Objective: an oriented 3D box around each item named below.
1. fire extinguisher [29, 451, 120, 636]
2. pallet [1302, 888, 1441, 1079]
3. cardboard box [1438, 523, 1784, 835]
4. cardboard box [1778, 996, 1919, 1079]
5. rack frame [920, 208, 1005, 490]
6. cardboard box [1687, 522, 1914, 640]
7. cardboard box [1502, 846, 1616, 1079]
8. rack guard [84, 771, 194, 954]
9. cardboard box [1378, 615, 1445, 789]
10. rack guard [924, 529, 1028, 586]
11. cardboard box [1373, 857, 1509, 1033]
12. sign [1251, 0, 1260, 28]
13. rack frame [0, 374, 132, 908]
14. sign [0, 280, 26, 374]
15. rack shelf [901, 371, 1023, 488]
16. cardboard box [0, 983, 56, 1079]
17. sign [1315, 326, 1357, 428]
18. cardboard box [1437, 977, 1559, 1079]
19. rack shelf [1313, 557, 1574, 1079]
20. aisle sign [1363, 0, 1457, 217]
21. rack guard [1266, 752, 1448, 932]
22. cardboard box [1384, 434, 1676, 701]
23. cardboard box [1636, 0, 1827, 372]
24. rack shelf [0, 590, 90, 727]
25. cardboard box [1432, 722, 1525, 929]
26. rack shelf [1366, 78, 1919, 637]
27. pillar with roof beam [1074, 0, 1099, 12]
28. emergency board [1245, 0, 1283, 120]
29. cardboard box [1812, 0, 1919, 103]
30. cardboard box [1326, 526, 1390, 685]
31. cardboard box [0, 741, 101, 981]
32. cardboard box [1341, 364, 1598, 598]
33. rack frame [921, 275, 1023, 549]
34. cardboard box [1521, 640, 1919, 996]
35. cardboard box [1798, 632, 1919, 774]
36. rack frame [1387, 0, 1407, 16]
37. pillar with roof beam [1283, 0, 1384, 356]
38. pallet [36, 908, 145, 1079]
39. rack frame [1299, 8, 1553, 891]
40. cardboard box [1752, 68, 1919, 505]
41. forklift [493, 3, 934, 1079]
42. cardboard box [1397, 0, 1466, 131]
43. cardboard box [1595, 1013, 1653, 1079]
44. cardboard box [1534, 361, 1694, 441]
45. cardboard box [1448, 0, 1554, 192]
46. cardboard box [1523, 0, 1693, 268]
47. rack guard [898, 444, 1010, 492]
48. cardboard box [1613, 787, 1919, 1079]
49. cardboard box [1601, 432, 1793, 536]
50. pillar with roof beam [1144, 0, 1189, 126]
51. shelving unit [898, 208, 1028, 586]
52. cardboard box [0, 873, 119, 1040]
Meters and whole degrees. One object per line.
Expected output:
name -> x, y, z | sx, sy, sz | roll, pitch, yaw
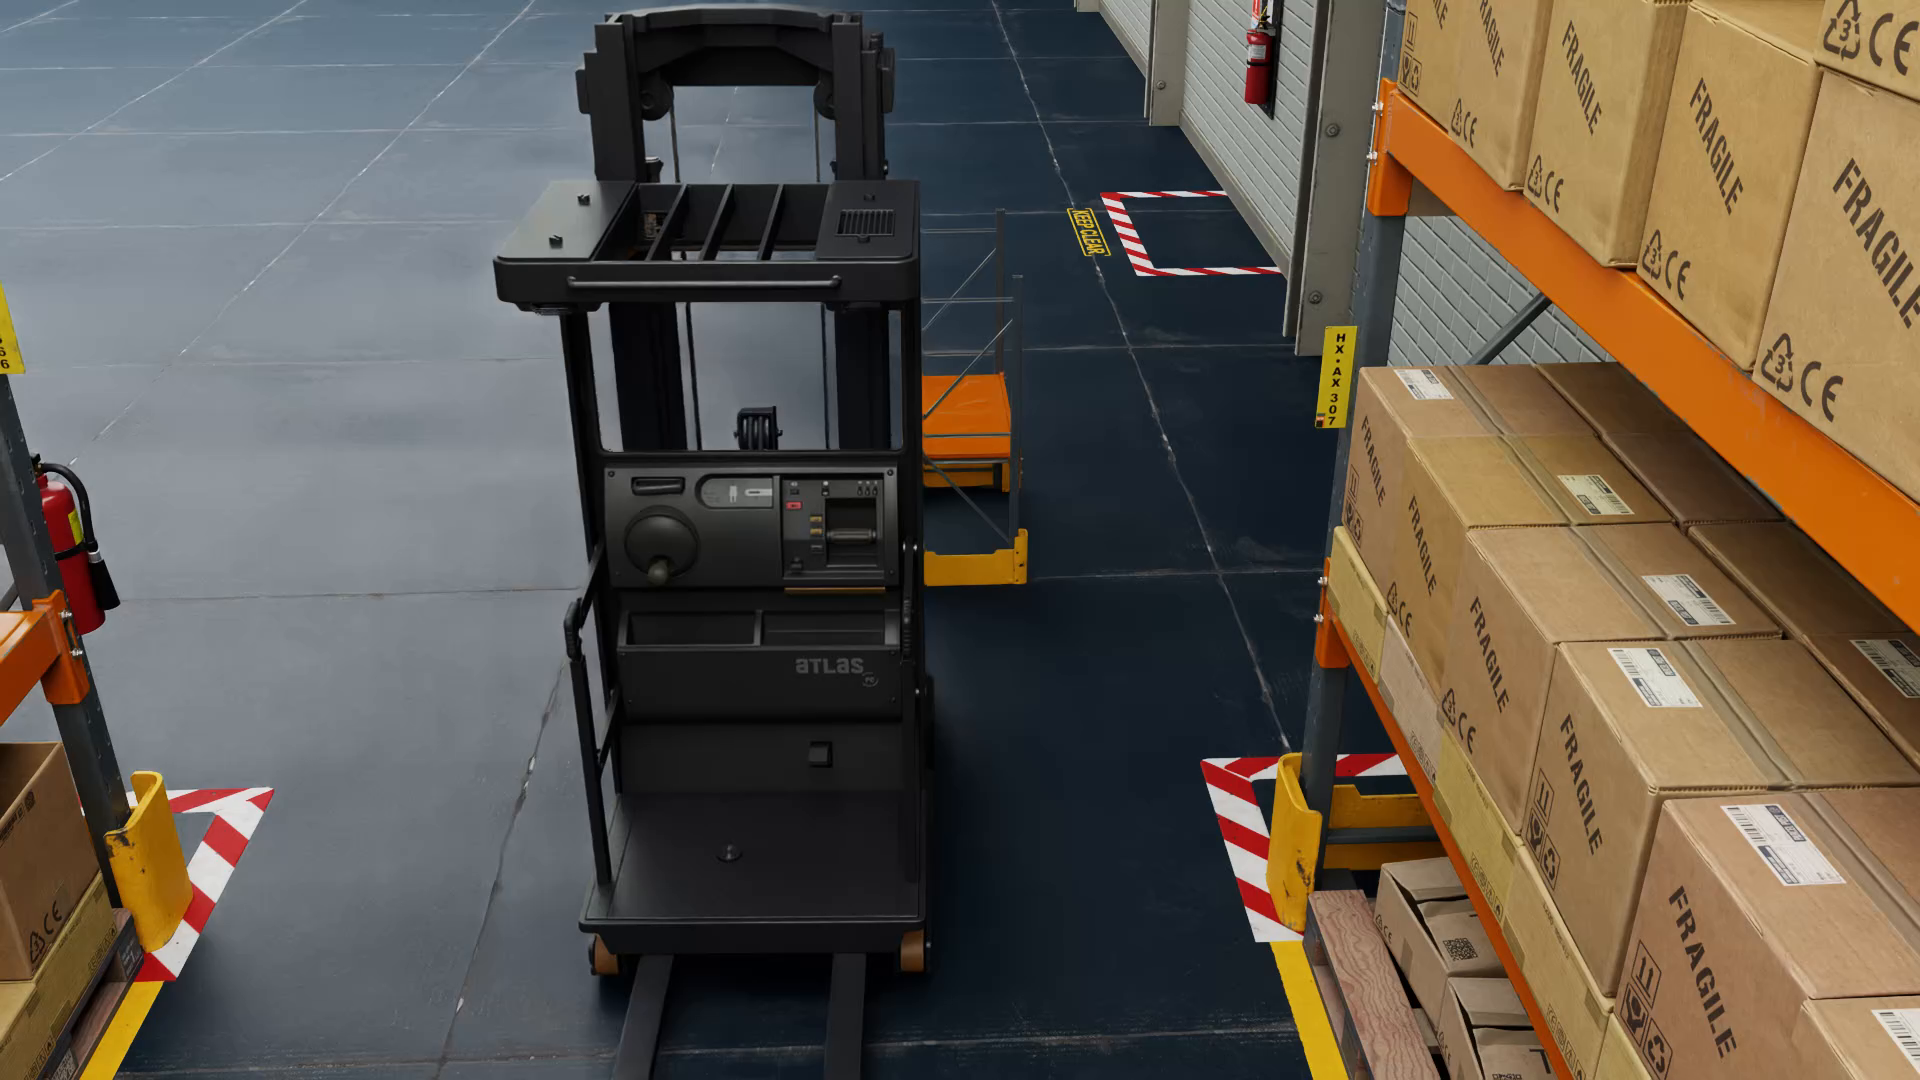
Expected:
fire extinguisher -> -2.812, -0.028, 5.143 | 0.296, 0.674, 0.183 | -1, 28, -3
pallet -> 1.688, 1.530, 5.088 | 1.003, 0.211, 1.213 | -1, 28, -3
cardboard box -> 1.438, 0.303, 3.756 | 0.500, 0.500, 0.500 | -2, 28, -4
cardboard box -> 1.520, 1.014, 2.392 | 0.500, 0.500, 0.500 | -2, 28, -3
rack frame -> -0.031, -0.939, 8.429 | 0.500, 1.500, 0.032 | -1, 28, -3
cardboard box -> 1.961, 0.292, 3.777 | 0.500, 0.500, 0.500 | -2, 28, -4
cardboard box -> 1.471, 0.881, 3.457 | 0.500, 0.250, 0.500 | -1, 28, -2
rack guard -> -3.271, 1.101, 5.598 | 1.175, 0.500, 0.348 | -1, 28, -3
cardboard box -> 1.426, 0.413, 4.356 | 0.500, 0.250, 0.500 | -2, 28, -4
rack guard -> 0.022, 0.084, 7.819 | 0.587, 0.250, 0.087 | -1, 28, -3
cardboard box -> 1.623, 1.201, 5.135 | 0.500, 0.311, 0.500 | -4, 28, -8
sign -> 2.247, -4.002, 12.641 | 0.001, 0.329, 0.234 | -1, 28, -3
rack frame -> -3.270, 0.004, 4.999 | 1.000, 3.000, 0.127 | -1, 28, -3
sign -> -2.727, -0.621, 4.689 | 0.100, 0.325, 0.005 | -1, 28, -3
rack shelf -> -0.004, -0.545, 8.062 | 0.538, 0.185, 1.000 | -1, 28, -3
cardboard box -> -2.909, 1.508, 4.634 | 0.500, 0.250, 0.500 | -1, 28, -3
sign -> 1.135, -0.488, 5.006 | 0.100, 0.325, 0.005 | -1, 28, -3
cardboard box -> 1.653, 1.465, 4.630 | 0.500, 0.311, 0.500 | 1, 28, 2
rack shelf -> 1.781, 1.125, 3.627 | 1.077, 0.370, 4.000 | -1, 28, -3
aisle sign -> 1.373, -1.296, 4.680 | 0.394, 0.787, 0.004 | -1, 28, -3
rack guard -> 1.681, 1.026, 5.742 | 1.175, 0.500, 0.348 | -1, 28, -3
cardboard box -> 1.417, 0.064, 4.214 | 0.500, 0.500, 0.500 | -1, 28, -2
cardboard box -> 1.517, -0.605, 2.792 | 0.500, 0.500, 0.500 | 0, 28, 1
rack shelf -> -3.166, 1.246, 3.395 | 1.077, 0.370, 4.000 | -1, 28, -3
cardboard box -> 1.447, 0.648, 3.904 | 0.500, 0.250, 0.500 | -2, 28, -3
rack shelf -> 1.781, -0.205, 2.933 | 1.077, 0.370, 4.000 | -1, 28, -3
pillar with roof beam -> -2.662, -10.684, 19.003 | 9.100, 9.000, 0.400 | -1, 28, -3
emergency board -> 2.173, -3.728, 12.154 | 0.194, 1.169, 0.643 | -1, 28, -3
cardboard box -> 1.512, -0.815, 2.115 | 0.500, 0.500, 0.500 | -2, 28, -4
cardboard box -> 1.385, 0.173, 4.815 | 0.500, 0.250, 0.500 | -2, 28, -4
cardboard box -> -2.945, 0.945, 4.903 | 0.500, 0.500, 0.500 | -1, 28, -3
cardboard box -> 1.401, -0.165, 4.652 | 0.500, 0.500, 0.500 | -1, 28, -3
rack frame -> 0.022, -0.470, 7.529 | 0.500, 1.500, 0.032 | -1, 28, -3
cardboard box -> 1.477, 0.541, 3.299 | 0.500, 0.500, 0.500 | -1, 28, -1
cardboard box -> 1.988, 0.524, 3.331 | 0.500, 0.500, 0.500 | -1, 28, -2
rack frame -> 1.677, -2.777, 3.844 | 1.000, 3.000, 0.127 | -1, 28, -3
pillar with roof beam -> -2.035, -5.142, 8.378 | 9.100, 9.000, 0.400 | -1, 28, -3
pallet -> -3.188, 1.592, 4.969 | 1.003, 0.211, 1.213 | -1, 28, -3
rack frame -> 1.677, -0.118, 5.232 | 1.000, 3.000, 0.127 | -1, 28, -3
cardboard box -> 1.532, -0.370, 2.341 | 0.500, 0.500, 0.500 | -2, 28, -5
forklift -> -0.656, -0.009, 5.097 | 1.130, 2.935, 3.031 | 0, 28, -1
cardboard box -> 1.444, -1.340, 4.203 | 0.500, 0.500, 0.500 | -1, 28, -1
cardboard box -> 1.499, 1.114, 3.011 | 0.500, 0.250, 0.500 | -2, 28, -3
cardboard box -> 1.914, -0.180, 4.681 | 0.500, 0.500, 0.500 | -2, 28, -3
cardboard box -> 1.437, -1.091, 3.725 | 0.500, 0.500, 0.500 | 0, 28, 1
cardboard box -> 1.468, -0.852, 3.266 | 0.500, 0.500, 0.500 | 0, 28, 0
rack guard -> -0.030, -0.376, 8.701 | 0.587, 0.250, 0.087 | -1, 28, -3
cardboard box -> 1.505, 0.781, 2.839 | 0.500, 0.500, 0.500 | -2, 28, -4
cardboard box -> 1.930, 0.053, 4.235 | 0.500, 0.500, 0.500 | -1, 28, -2
pillar with roof beam -> -2.349, -7.913, 13.691 | 9.100, 9.000, 0.400 | -1, 28, -3
shelving unit -> -0.004, -0.700, 7.971 | 0.587, 1.500, 1.083 | -1, 28, -3
cardboard box -> -2.947, 1.277, 5.077 | 0.500, 0.250, 0.500 | -1, 28, -3
